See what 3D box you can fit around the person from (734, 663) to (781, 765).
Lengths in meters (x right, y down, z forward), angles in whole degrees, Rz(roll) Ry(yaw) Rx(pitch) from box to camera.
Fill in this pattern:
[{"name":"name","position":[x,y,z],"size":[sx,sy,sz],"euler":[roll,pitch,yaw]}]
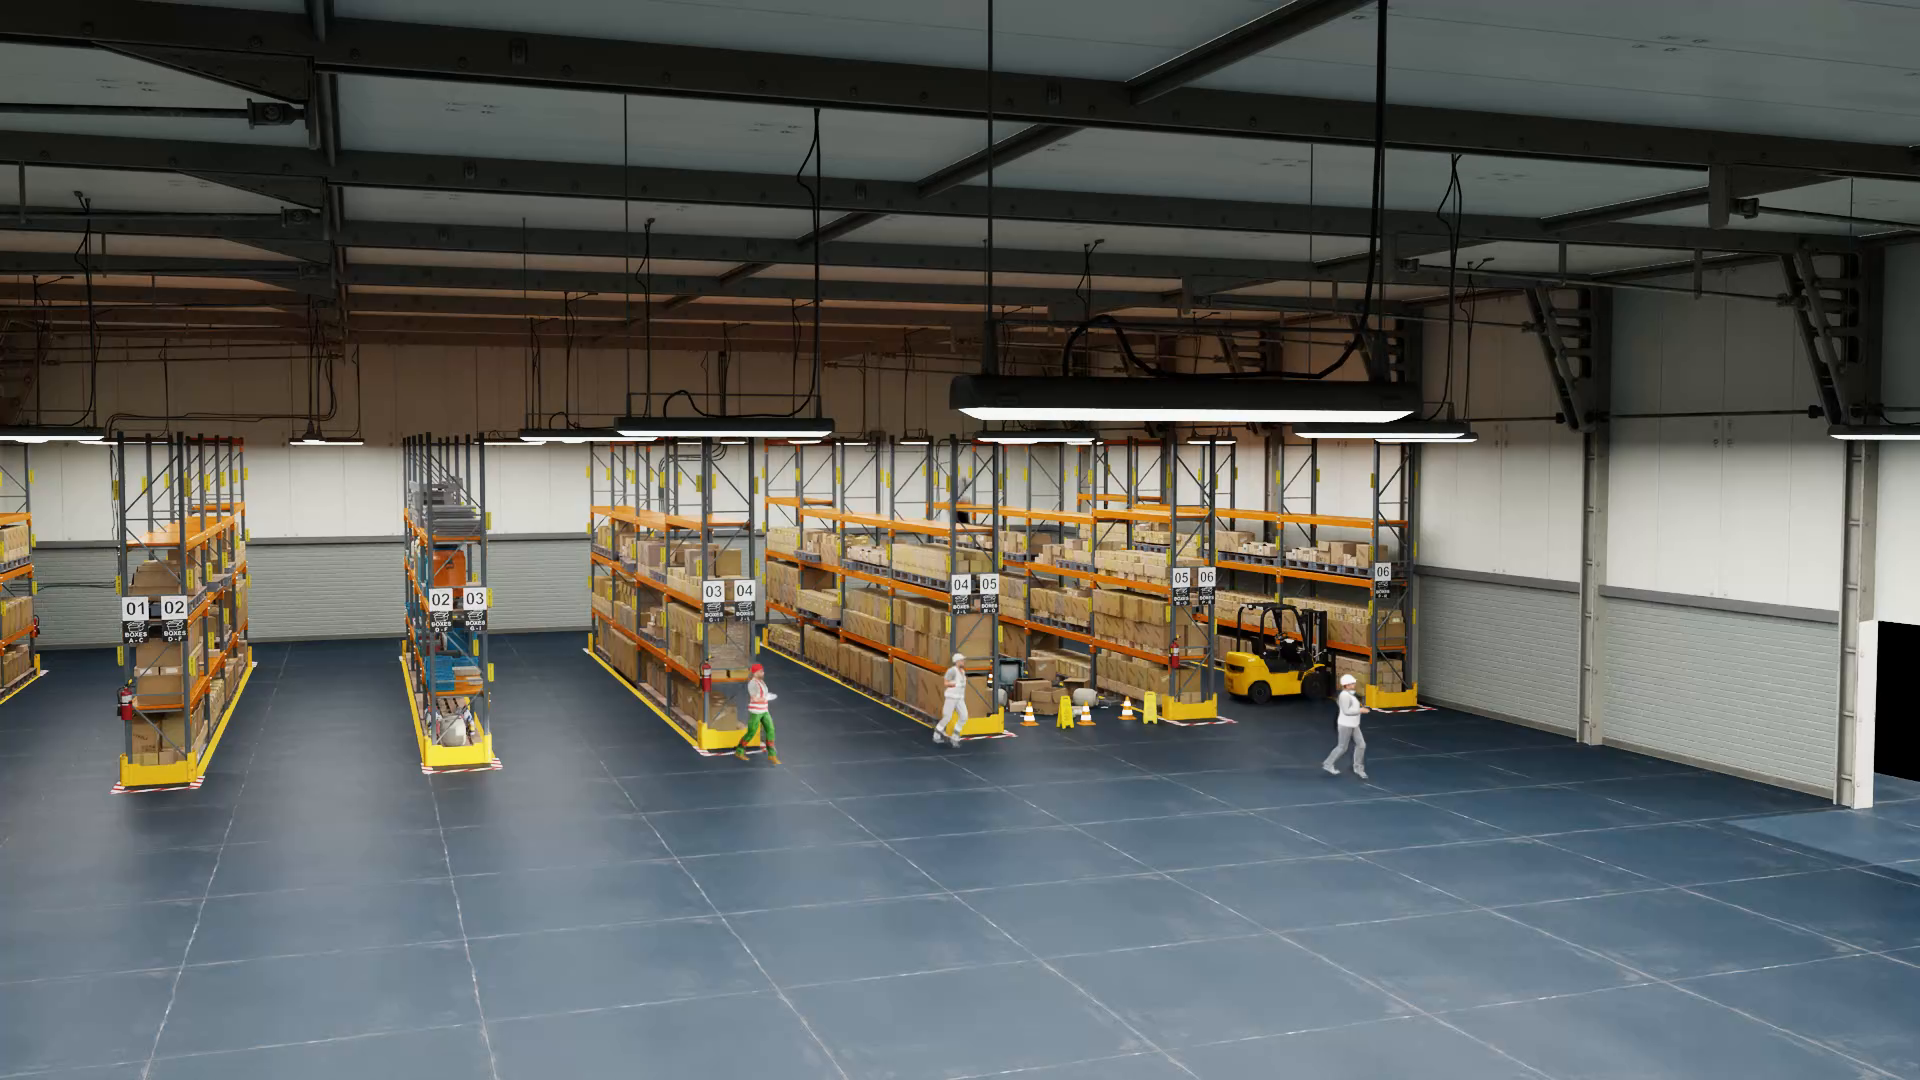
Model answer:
[{"name":"person","position":[-3.651,3.142,30.059],"size":[0.871,1.831,0.643],"euler":[1,3,20]}]

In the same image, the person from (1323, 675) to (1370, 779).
[{"name":"person","position":[6.704,3.242,28.802],"size":[0.801,1.836,0.643],"euler":[2,4,27]}]

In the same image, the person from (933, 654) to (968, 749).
[{"name":"person","position":[-0.084,3.078,31.929],"size":[0.724,1.799,0.660],"euler":[3,4,44]}]

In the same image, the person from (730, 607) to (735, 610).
[{"name":"person","position":[-6.640,2.321,47.238],"size":[0.580,1.558,0.584],"euler":[0,3,0]}]
